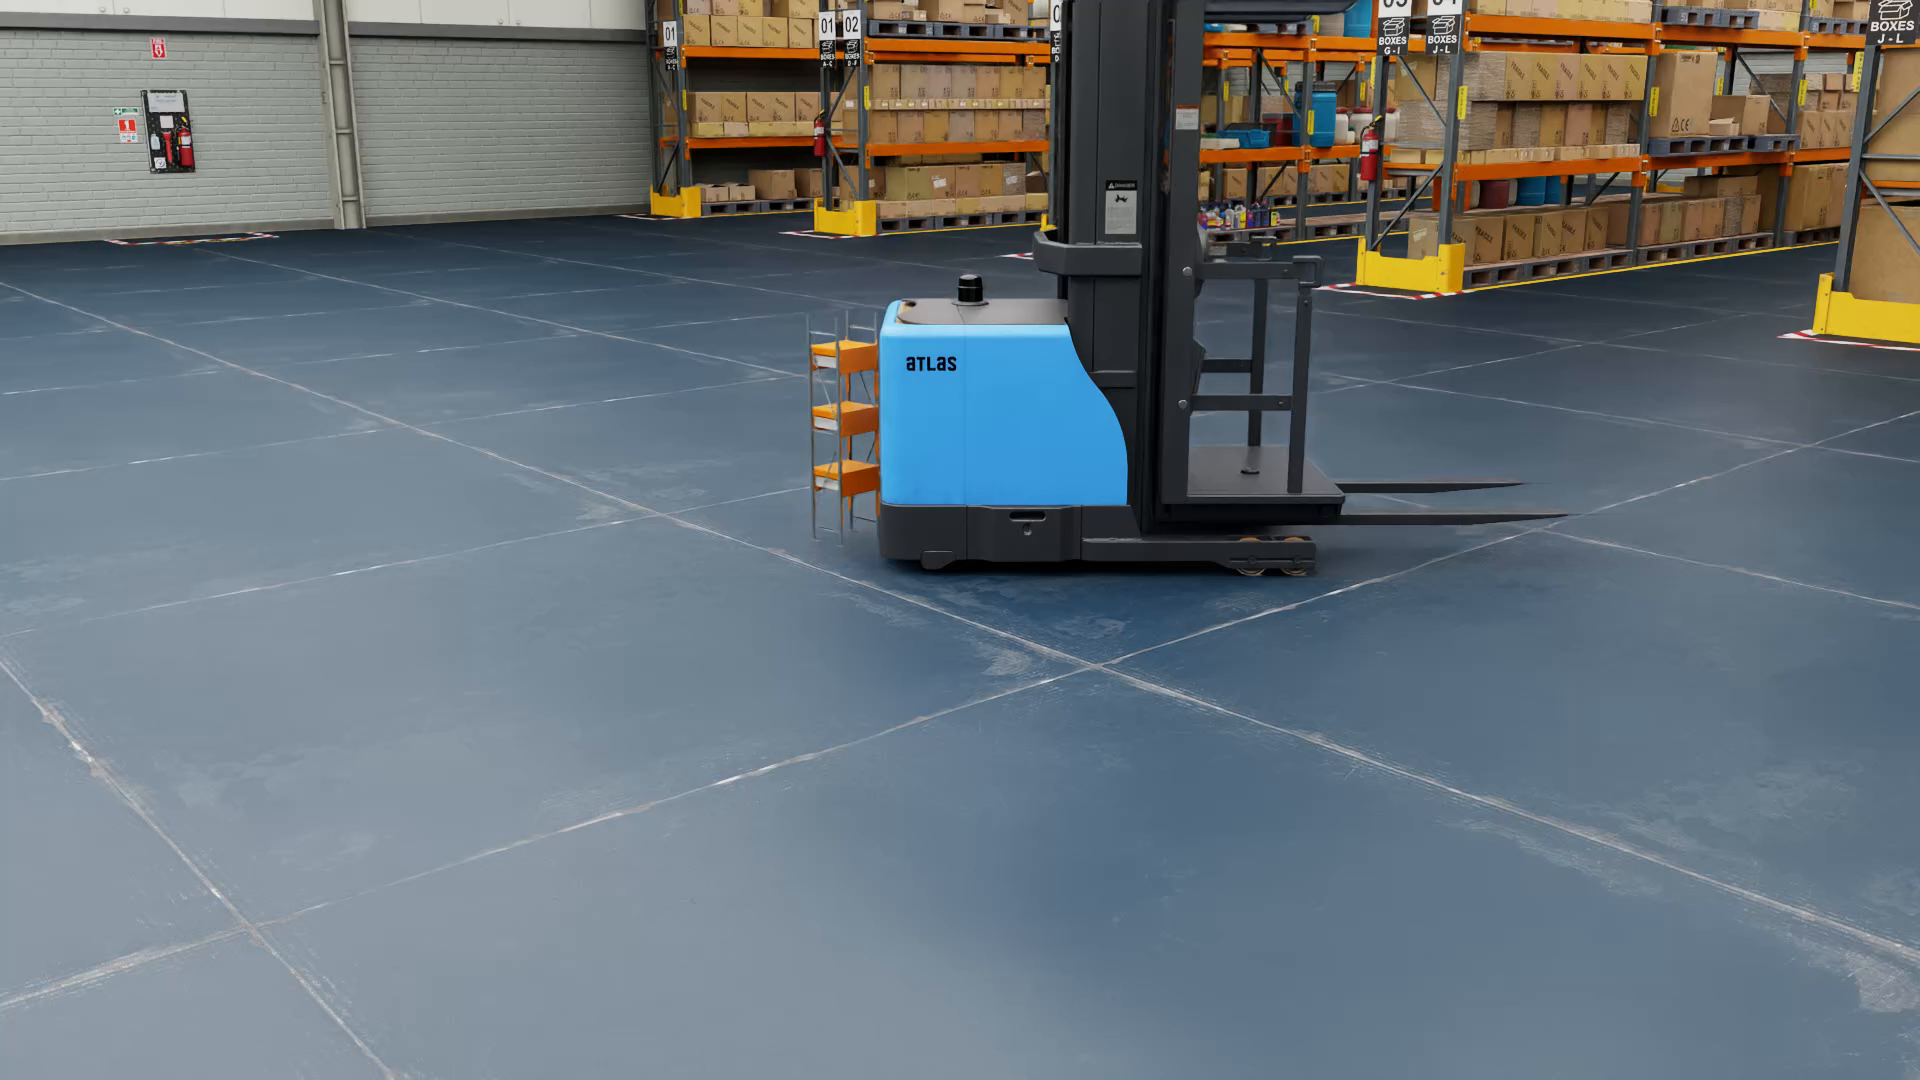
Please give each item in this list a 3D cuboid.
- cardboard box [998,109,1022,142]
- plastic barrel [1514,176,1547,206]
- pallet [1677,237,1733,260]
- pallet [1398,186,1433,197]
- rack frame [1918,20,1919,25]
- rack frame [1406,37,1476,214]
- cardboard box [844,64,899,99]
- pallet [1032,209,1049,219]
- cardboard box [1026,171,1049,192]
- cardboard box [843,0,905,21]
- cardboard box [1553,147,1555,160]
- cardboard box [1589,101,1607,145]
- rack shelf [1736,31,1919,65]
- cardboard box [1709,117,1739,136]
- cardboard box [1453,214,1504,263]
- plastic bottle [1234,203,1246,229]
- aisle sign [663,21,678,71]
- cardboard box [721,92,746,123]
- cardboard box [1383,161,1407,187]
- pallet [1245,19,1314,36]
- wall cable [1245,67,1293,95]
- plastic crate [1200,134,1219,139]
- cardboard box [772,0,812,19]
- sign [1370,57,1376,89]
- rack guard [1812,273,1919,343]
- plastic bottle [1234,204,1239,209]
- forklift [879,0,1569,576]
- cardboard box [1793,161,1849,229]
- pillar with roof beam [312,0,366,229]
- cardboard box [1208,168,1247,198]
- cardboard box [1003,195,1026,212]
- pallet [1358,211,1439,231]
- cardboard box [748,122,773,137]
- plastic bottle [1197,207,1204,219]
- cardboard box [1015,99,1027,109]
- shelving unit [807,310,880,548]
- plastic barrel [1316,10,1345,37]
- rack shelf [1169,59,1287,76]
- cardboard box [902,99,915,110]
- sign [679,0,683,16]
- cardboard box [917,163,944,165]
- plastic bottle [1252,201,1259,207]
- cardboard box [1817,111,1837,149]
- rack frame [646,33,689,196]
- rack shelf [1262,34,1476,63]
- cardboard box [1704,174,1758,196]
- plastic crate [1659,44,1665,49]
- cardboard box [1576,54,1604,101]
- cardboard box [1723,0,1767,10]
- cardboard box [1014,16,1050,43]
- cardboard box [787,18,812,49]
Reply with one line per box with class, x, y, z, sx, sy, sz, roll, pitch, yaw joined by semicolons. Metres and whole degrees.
cardboard box;0.574;-6.652;26.648;0.500;0.500;0.700;-13;20;-40
plastic barrel;9.626;-6.142;28.183;0.708;0.901;0.600;-13;19;-39
pallet;9.306;-3.835;21.697;1.213;0.211;1.003;-13;19;-39
pallet;9.693;-7.308;34.702;1.213;0.211;1.003;-13;19;-39
rack frame;13.833;-9.095;24.364;0.127;3.000;1.000;-13;19;-39
rack frame;7.565;-6.484;26.211;0.127;3.000;1.000;-13;19;-39
cardboard box;-1.319;-6.854;24.890;0.500;0.500;0.700;-13;19;-39
pallet;1.829;-5.556;28.142;1.213;0.211;1.003;-13;19;-39
cardboard box;1.416;-6.041;27.981;0.500;0.311;0.500;-13;19;-39
cardboard box;-1.283;-7.960;24.638;0.637;0.503;0.797;-11;18;-36
cardboard box;6.449;-4.348;18.703;0.250;0.149;0.380;-13;19;-39
cardboard box;7.018;-4.892;19.481;0.500;0.500;0.875;-13;19;-39
rack shelf;12.325;-6.960;23.575;4.000;0.370;1.077;-13;19;-39
cardboard box;9.735;-5.322;21.310;0.258;0.266;0.396;-13;20;-41
cardboard box;5.691;-3.370;18.584;0.500;0.500;0.500;-7;17;-25
plastic bottle;3.862;-4.486;23.014;0.185;0.351;0.144;-13;20;-40
aisle sign;-4.831;-8.243;27.758;0.004;0.787;0.394;-13;19;-39
cardboard box;-4.037;-7.461;28.668;0.500;0.500;0.500;-13;19;-39
cardboard box;8.747;-7.452;33.821;0.637;0.503;0.797;-13;19;-39
pallet;4.067;-7.023;22.782;1.003;0.211;1.213;-13;19;-39
wall cable;7.441;-10.660;39.875;1.851;1.984;0.084;-13;19;-39
plastic crate;3.338;-5.529;23.046;0.662;0.188;0.450;-13;19;-39
cardboard box;-2.950;-9.402;29.153;0.500;0.500;0.500;-14;20;-41
sign;4.432;-4.988;17.754;0.005;0.325;0.100;-13;19;-39
rack guard;7.942;-1.970;14.156;0.348;0.500;1.175;-13;19;-39
plastic bottle;4.019;-4.732;24.087;0.097;0.271;0.097;0;15;0
forklift;1.163;-1.397;7.302;3.031;2.935;1.130;0;15;0
cardboard box;12.028;-4.958;23.803;0.875;0.875;1.225;-13;19;-39
pillar with roof beam;-6.714;-8.388;21.715;0.400;9.000;9.100;-13;19;-39
cardboard box;4.847;-6.475;30.170;0.500;0.500;0.500;-12;19;-37
cardboard box;0.708;-5.442;26.824;0.500;0.250;0.500;-13;19;-39
pallet;6.955;-5.013;26.108;1.213;0.211;1.003;-13;19;-39
cardboard box;-3.627;-7.191;29.111;0.500;0.250;0.500;-13;20;-40
plastic bottle;3.319;-4.518;23.278;0.135;0.276;0.152;-13;19;-39
cardboard box;0.850;-6.959;26.538;0.250;0.149;0.380;-13;20;-41
shelving unit;-0.530;-0.510;7.624;0.215;1.050;0.252;13;20;40
plastic barrel;5.282;-7.737;24.118;0.600;0.901;0.600;0;15;0
rack shelf;5.588;-10.530;36.942;4.000;0.370;1.077;-13;19;-39
cardboard box;-0.895;-6.567;25.072;0.250;0.149;0.380;-13;19;-39
sign;-4.618;-8.823;27.462;0.005;0.325;0.100;-13;19;-39
cardboard box;-0.387;-5.736;26.472;0.500;0.500;0.500;-13;19;-39
plastic bottle;4.156;-4.602;23.446;0.185;0.351;0.144;-13;19;-39
cardboard box;11.749;-5.685;23.027;0.500;0.500;0.500;-13;20;-41
rack frame;-4.974;-7.057;28.358;0.127;3.000;1.000;-13;19;-39
rack shelf;6.056;-7.247;24.648;4.000;0.370;1.077;-13;19;-39
cardboard box;10.330;-4.767;22.323;0.500;0.250;0.500;-12;19;-37
plastic crate;12.204;-8.762;29.440;0.530;0.136;0.437;-13;19;-39
cardboard box;6.885;-5.218;18.763;0.500;0.500;0.500;-13;19;-39
cardboard box;9.857;-6.959;21.016;0.500;0.500;0.500;-12;19;-38
cardboard box;1.382;-10.214;33.318;0.700;0.500;0.500;14;21;43
cardboard box;-2.958;-8.924;29.301;0.500;0.500;0.500;-14;20;-41
